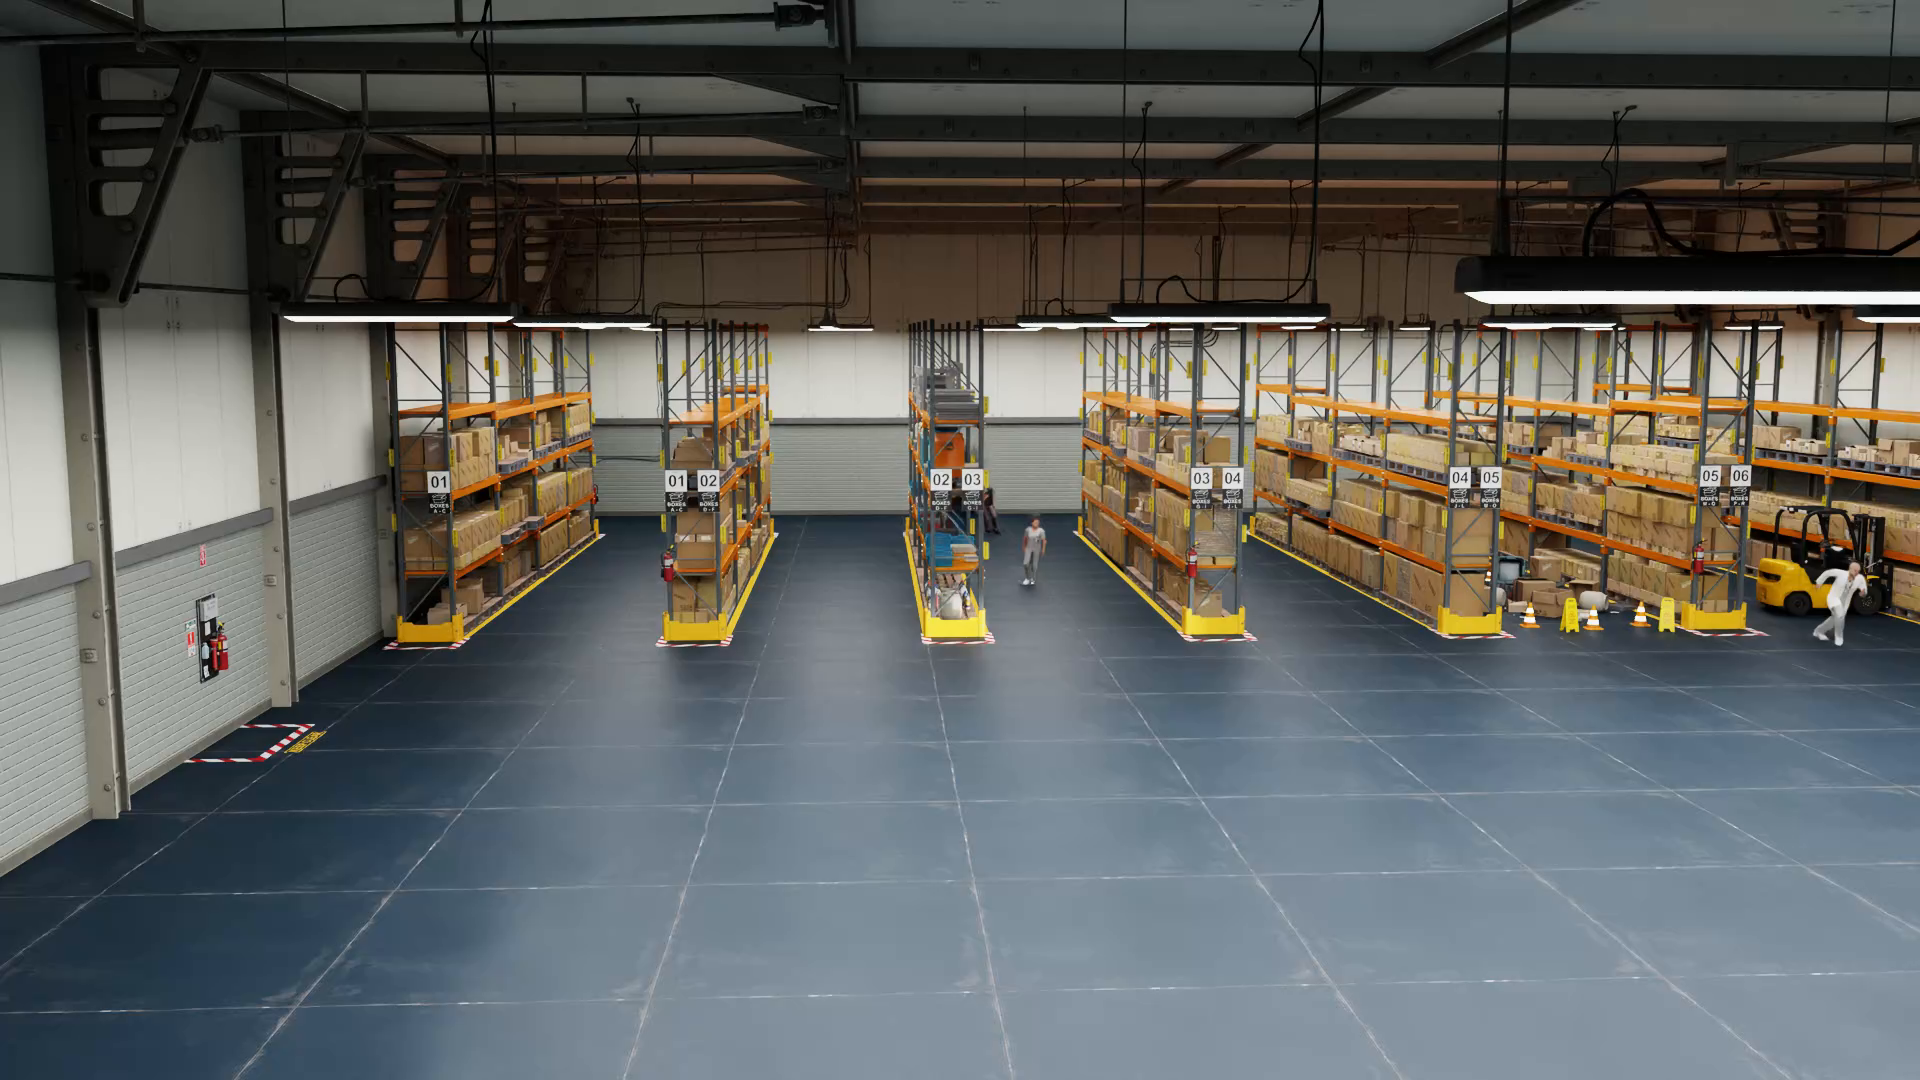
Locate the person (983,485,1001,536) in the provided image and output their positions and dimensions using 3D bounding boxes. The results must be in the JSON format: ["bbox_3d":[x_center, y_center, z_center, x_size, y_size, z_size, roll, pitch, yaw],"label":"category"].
[{"bbox_3d":[0.755,-0.969,47.489,0.769,1.691,0.685,-2,7,-17],"label":"person"}]

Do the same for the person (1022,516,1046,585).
[{"bbox_3d":[1.680,0.245,37.801,0.559,1.615,0.694,0,7,3],"label":"person"}]

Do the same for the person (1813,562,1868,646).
[{"bbox_3d":[16.230,1.138,30.638,0.647,1.562,1.210,0,7,-3],"label":"person"}]
